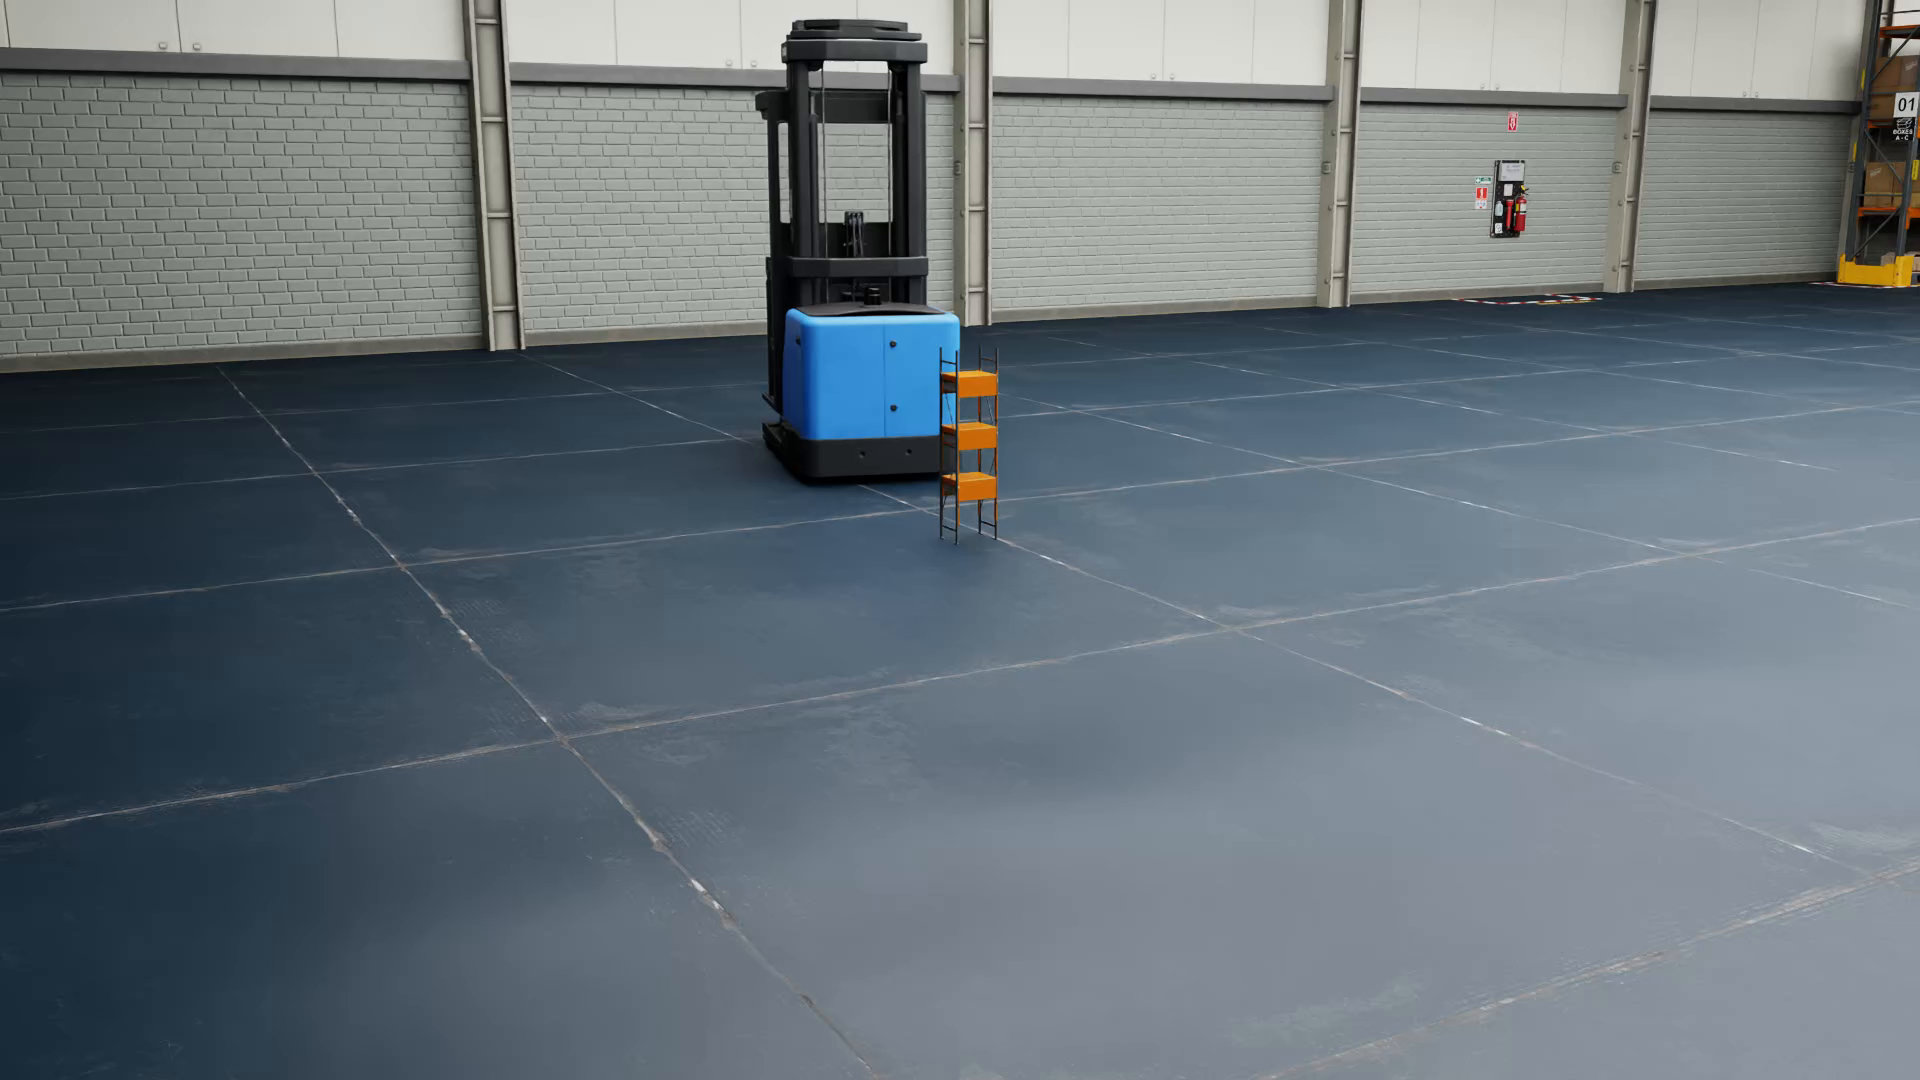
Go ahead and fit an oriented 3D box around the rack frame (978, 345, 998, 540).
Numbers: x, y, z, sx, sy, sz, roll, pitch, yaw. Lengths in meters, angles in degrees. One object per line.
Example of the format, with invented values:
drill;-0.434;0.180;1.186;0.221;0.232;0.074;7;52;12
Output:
rack frame;0.154;-0.531;9.076;0.008;1.050;0.200;-7;14;-28

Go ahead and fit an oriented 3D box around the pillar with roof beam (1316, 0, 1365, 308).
pillar with roof beam;7.492;-6.967;19.572;0.400;9.000;9.100;-7;14;-28

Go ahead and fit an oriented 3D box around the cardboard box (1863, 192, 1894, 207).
cardboard box;16.079;-5.915;28.857;0.500;0.250;0.500;-7;14;-27

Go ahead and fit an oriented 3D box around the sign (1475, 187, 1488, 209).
sign;7.973;-5.228;25.425;0.234;0.329;0.001;-7;14;-28

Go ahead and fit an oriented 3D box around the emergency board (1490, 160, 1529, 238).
emergency board;8.508;-5.249;25.599;0.643;1.169;0.194;-7;14;-28

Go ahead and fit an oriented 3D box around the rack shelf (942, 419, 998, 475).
rack shelf;0.047;-0.507;9.021;0.240;0.259;0.215;-7;14;-28

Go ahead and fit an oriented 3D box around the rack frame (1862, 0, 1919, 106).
rack frame;15.762;-8.819;27.800;0.127;3.000;1.000;-7;14;-28

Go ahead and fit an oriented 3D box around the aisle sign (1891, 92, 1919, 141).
aisle sign;15.843;-7.095;27.883;0.004;0.787;0.394;-7;14;-28

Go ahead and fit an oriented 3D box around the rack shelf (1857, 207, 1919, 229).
rack shelf;17.517;-5.752;29.473;4.000;0.370;1.077;-7;14;-28

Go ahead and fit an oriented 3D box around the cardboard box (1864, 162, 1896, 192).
cardboard box;16.074;-6.285;28.793;0.500;0.500;0.500;-7;14;-28

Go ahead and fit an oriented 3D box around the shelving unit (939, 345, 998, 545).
shelving unit;0.047;-0.518;9.019;0.252;1.050;0.215;-7;14;-28

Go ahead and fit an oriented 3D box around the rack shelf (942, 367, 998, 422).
rack shelf;0.047;-0.784;8.959;0.240;0.259;0.215;-7;14;-28

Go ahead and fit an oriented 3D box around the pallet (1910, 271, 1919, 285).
pallet;16.559;-4.618;29.150;1.213;0.211;1.003;-7;14;-28

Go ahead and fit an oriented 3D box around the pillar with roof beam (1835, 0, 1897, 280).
pillar with roof beam;18.025;-8.230;25.182;0.400;9.000;9.100;-7;14;-28

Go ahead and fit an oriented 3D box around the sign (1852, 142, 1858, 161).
sign;15.514;-6.720;28.782;0.005;0.325;0.100;-7;14;-28

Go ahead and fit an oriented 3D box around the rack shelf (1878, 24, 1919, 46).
rack shelf;17.517;-8.677;28.814;4.000;0.370;1.077;-7;14;-28

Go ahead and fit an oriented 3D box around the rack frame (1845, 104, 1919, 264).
rack frame;15.762;-5.892;28.459;0.127;3.000;1.000;-7;14;-28

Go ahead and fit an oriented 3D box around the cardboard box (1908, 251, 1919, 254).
cardboard box;16.913;-4.910;29.218;0.500;0.311;0.500;-6;14;-23

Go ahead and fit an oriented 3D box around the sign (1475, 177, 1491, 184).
sign;7.982;-5.485;25.362;0.331;0.109;0.001;-7;14;-28

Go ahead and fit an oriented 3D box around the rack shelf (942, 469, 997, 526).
rack shelf;0.047;-0.236;9.082;0.240;0.259;0.215;-7;14;-28

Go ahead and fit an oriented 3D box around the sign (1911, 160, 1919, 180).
sign;16.022;-6.210;27.899;0.005;0.325;0.100;-7;14;-28

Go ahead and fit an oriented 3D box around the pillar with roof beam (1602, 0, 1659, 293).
pillar with roof beam;12.758;-7.598;22.377;0.400;9.000;9.100;-7;14;-28

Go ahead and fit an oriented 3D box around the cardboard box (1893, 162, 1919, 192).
cardboard box;16.325;-6.187;28.356;0.500;0.500;0.500;-7;14;-28

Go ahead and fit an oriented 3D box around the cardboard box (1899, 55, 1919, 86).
cardboard box;16.216;-7.896;27.979;0.500;0.500;0.500;-8;15;-32

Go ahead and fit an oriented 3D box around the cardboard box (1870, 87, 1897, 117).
cardboard box;16.007;-7.507;28.528;0.500;0.500;0.500;-6;14;-24

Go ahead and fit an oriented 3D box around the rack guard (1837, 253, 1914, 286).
rack guard;15.829;-4.681;28.769;0.348;0.500;1.175;-7;14;-28

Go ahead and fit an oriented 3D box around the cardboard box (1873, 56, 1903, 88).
cardboard box;16.015;-7.998;28.432;0.500;0.500;0.500;-6;14;-25

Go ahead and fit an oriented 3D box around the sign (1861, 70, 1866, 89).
sign;15.514;-7.897;28.517;0.005;0.325;0.100;-7;14;-28

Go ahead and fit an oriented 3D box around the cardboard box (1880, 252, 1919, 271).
cardboard box;16.412;-4.850;28.952;0.500;0.311;0.500;-9;15;-34

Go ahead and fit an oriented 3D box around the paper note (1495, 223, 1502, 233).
paper note;8.320;-4.814;25.672;0.142;0.148;0.016;-7;14;-28

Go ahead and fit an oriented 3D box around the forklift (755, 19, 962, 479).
forklift;-0.830;-2.102;11.774;1.130;2.935;3.031;-3;13;-13

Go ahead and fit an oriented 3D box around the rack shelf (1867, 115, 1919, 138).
rack shelf;17.517;-7.215;29.143;4.000;0.370;1.077;-7;14;-28

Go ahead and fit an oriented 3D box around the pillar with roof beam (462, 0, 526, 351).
pillar with roof beam;-3.041;-5.705;13.963;0.400;9.000;9.100;-7;14;-28

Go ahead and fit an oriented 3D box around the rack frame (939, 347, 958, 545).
rack frame;-0.060;-0.505;8.962;0.008;1.050;0.200;-7;14;-28

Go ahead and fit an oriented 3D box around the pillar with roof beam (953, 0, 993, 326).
pillar with roof beam;2.225;-6.336;16.767;0.400;9.000;9.100;-7;14;-28

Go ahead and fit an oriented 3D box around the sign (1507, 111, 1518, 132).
sign;8.453;-6.398;25.426;0.199;0.298;0.001;-7;14;-28

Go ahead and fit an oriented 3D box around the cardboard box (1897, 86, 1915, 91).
cardboard box;16.175;-7.401;28.058;0.500;0.500;0.500;-6;14;-26

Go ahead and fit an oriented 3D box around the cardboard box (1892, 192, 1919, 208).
cardboard box;16.342;-5.819;28.429;0.500;0.250;0.500;-7;15;-29
